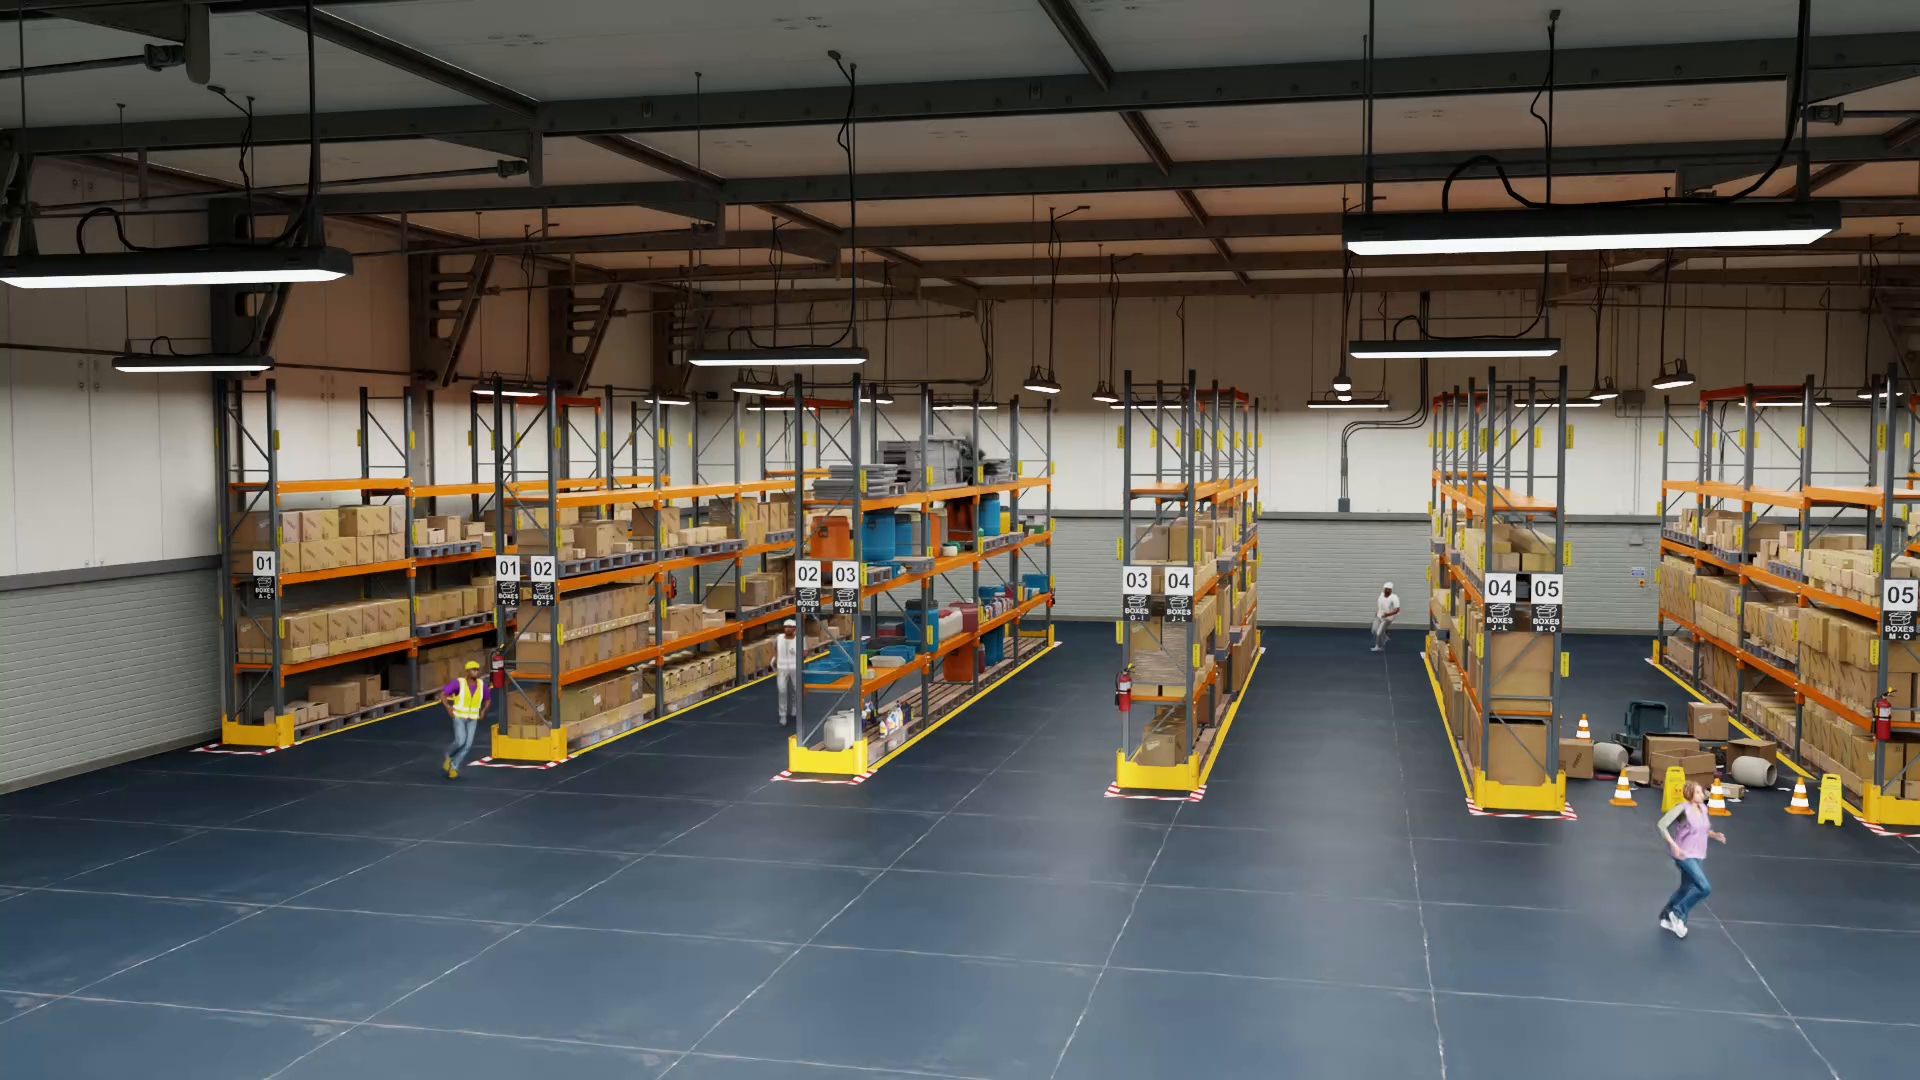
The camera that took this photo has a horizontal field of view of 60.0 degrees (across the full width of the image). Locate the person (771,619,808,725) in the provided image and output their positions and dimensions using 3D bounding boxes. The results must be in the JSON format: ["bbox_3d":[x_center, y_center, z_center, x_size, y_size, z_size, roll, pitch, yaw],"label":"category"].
[{"bbox_3d":[-3.038,2.317,29.577,0.671,1.819,0.897,0,3,-2],"label":"person"}]

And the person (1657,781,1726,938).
[{"bbox_3d":[7.364,3.204,16.726,0.512,1.578,0.631,-2,4,-35],"label":"person"}]

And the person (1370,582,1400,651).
[{"bbox_3d":[10.073,1.816,39.240,0.600,1.666,0.759,-2,4,-31],"label":"person"}]

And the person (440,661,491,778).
[{"bbox_3d":[-7.358,2.671,24.883,0.731,1.724,0.530,-3,4,-38],"label":"person"}]
